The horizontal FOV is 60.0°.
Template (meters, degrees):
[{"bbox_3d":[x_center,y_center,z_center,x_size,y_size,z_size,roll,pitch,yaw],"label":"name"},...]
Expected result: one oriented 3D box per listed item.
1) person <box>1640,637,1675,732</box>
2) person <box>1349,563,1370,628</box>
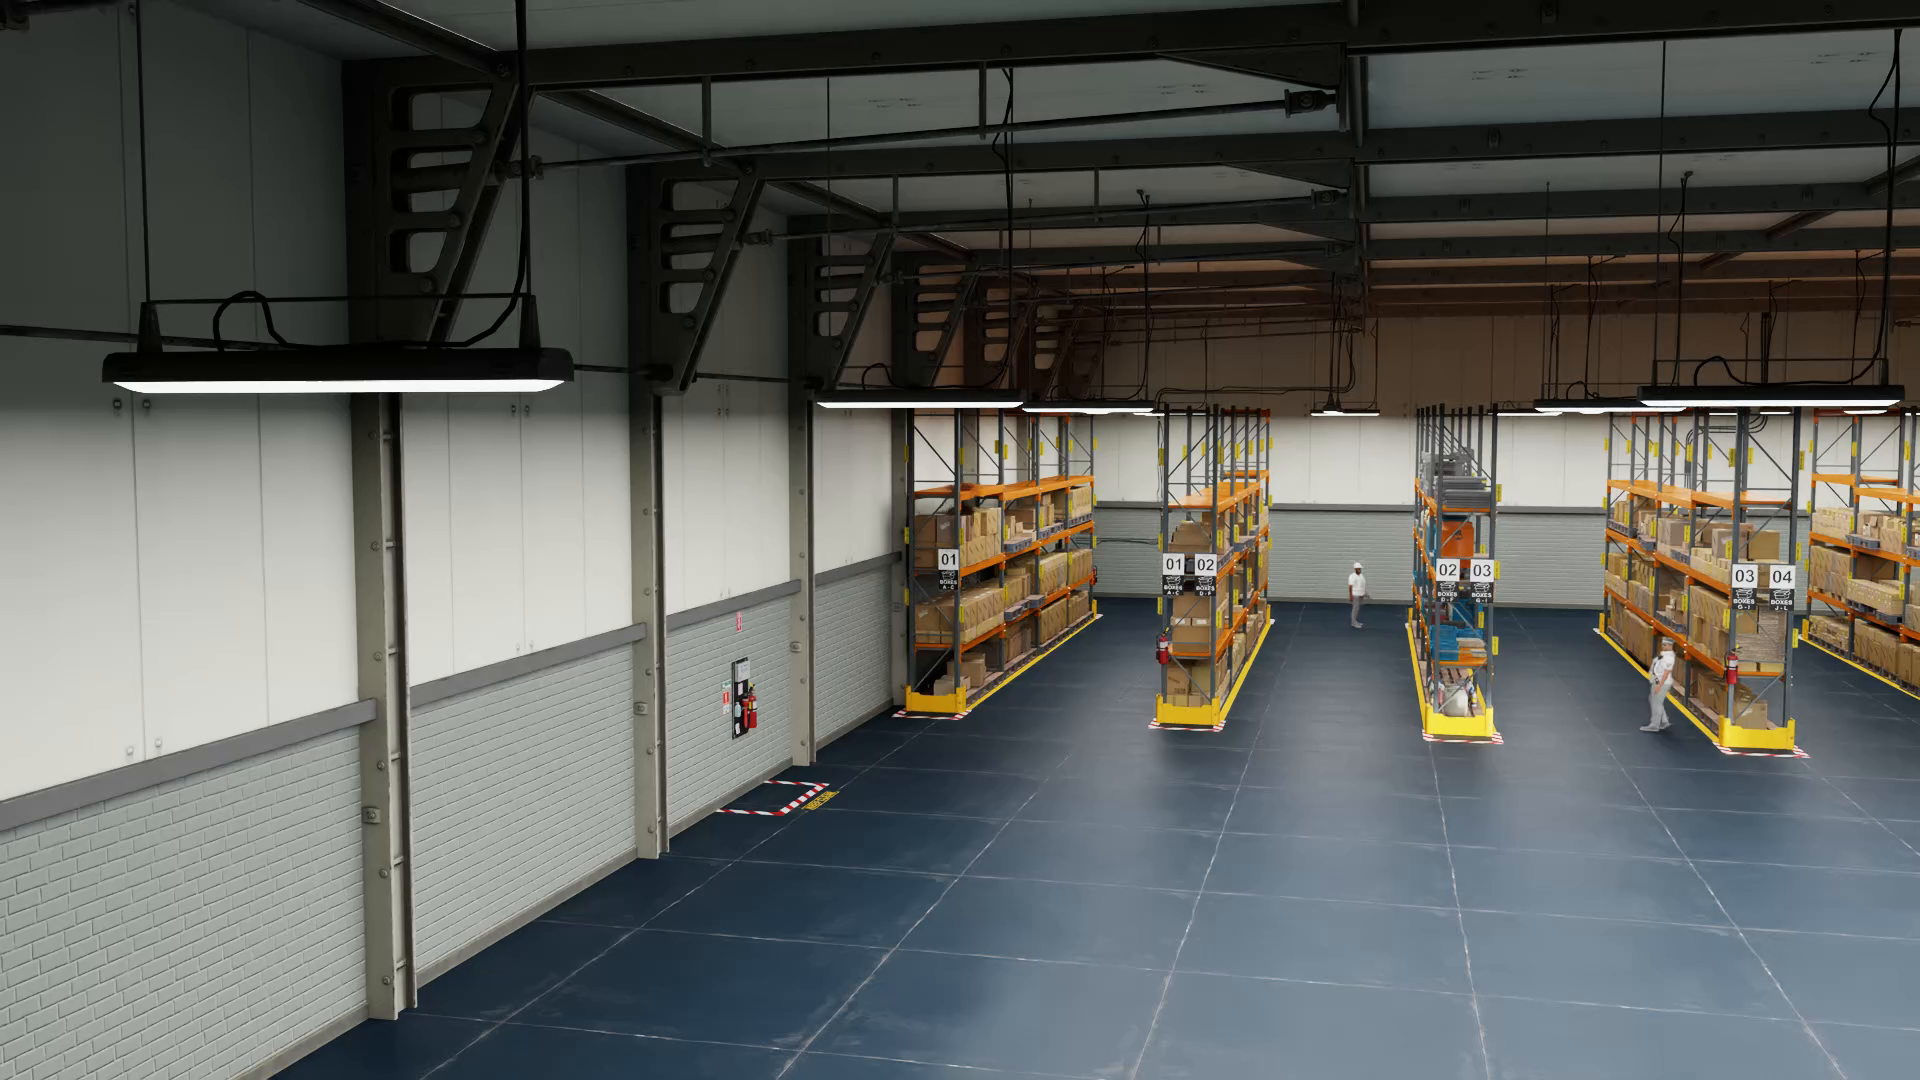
[{"bbox_3d":[12.752,2.639,30.373,0.567,1.778,0.615,2,5,27],"label":"person"},{"bbox_3d":[10.954,1.517,45.723,0.644,1.779,0.415,-4,6,-43],"label":"person"}]
